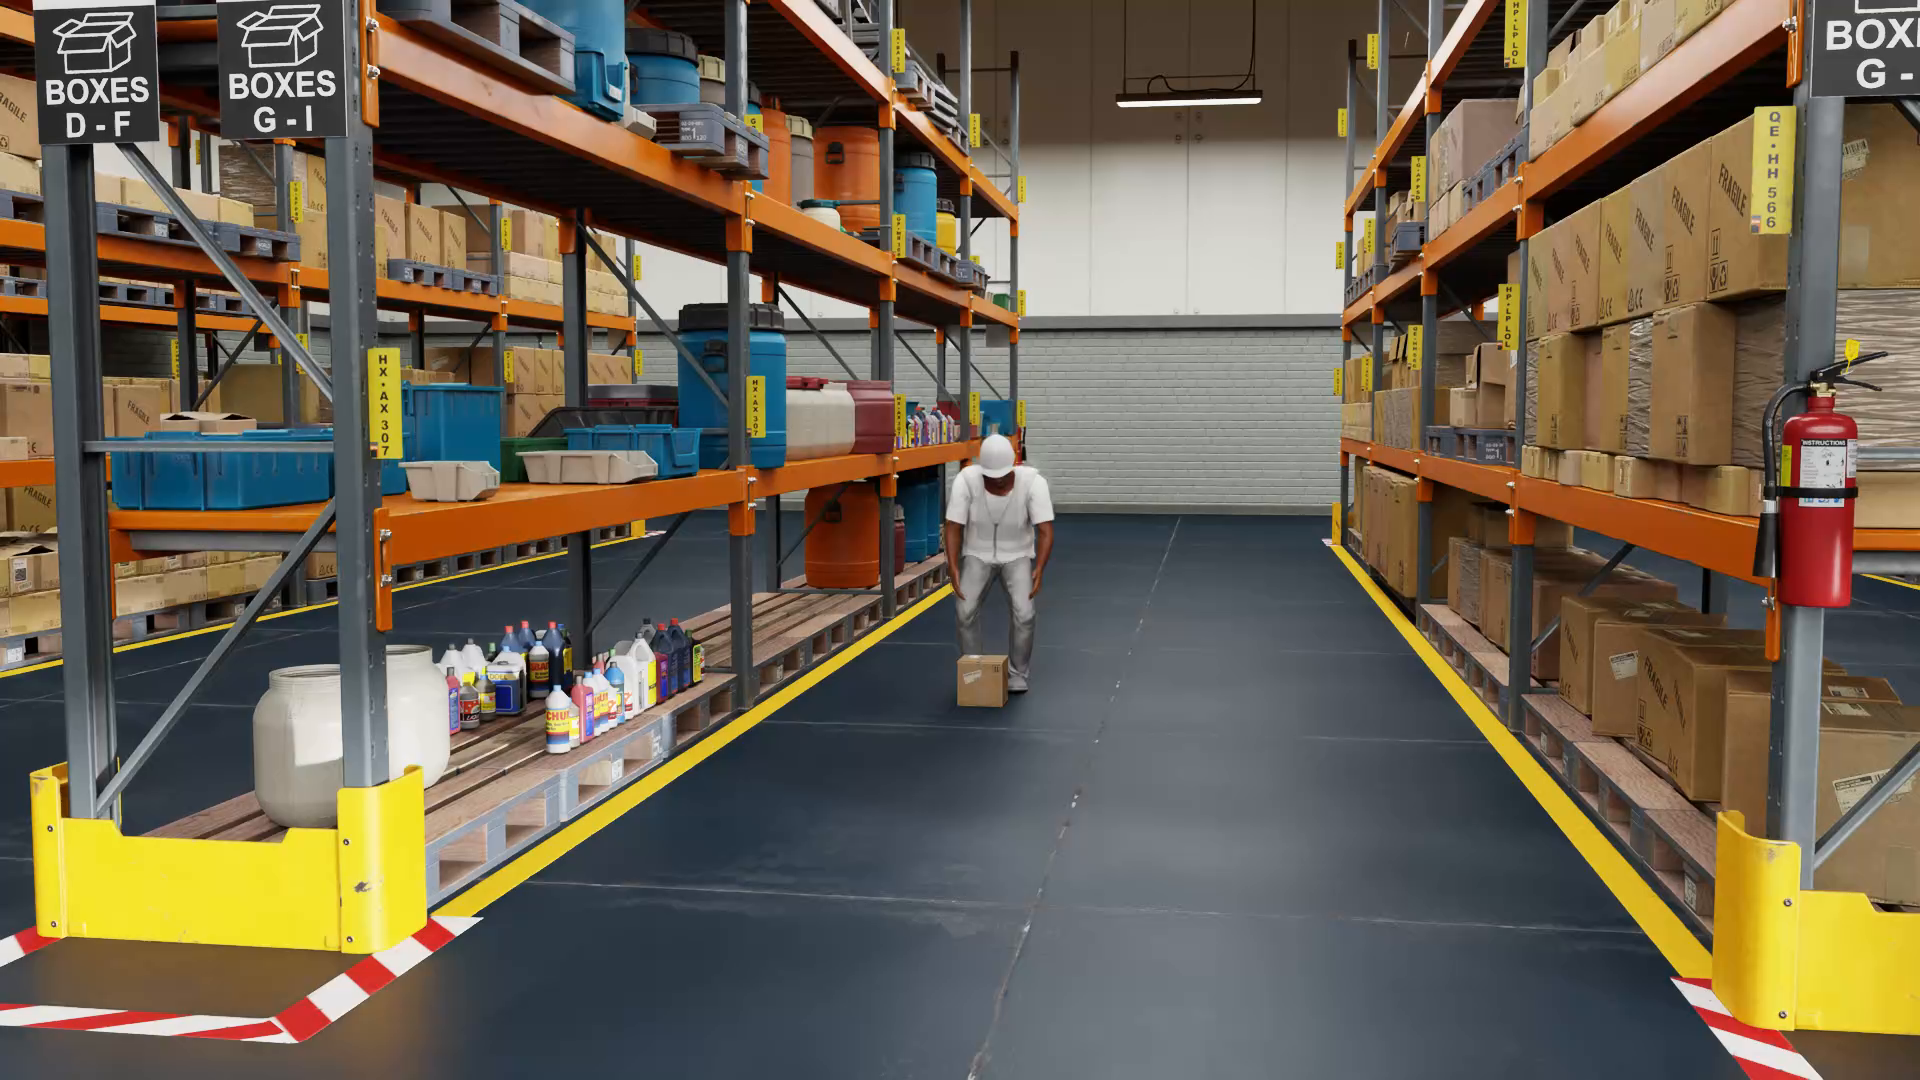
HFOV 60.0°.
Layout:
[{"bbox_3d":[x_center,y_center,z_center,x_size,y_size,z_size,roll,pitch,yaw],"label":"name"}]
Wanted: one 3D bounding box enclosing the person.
[{"bbox_3d":[0.236,0.132,9.589,0.628,1.490,0.708,1,4,9],"label":"person"}]
